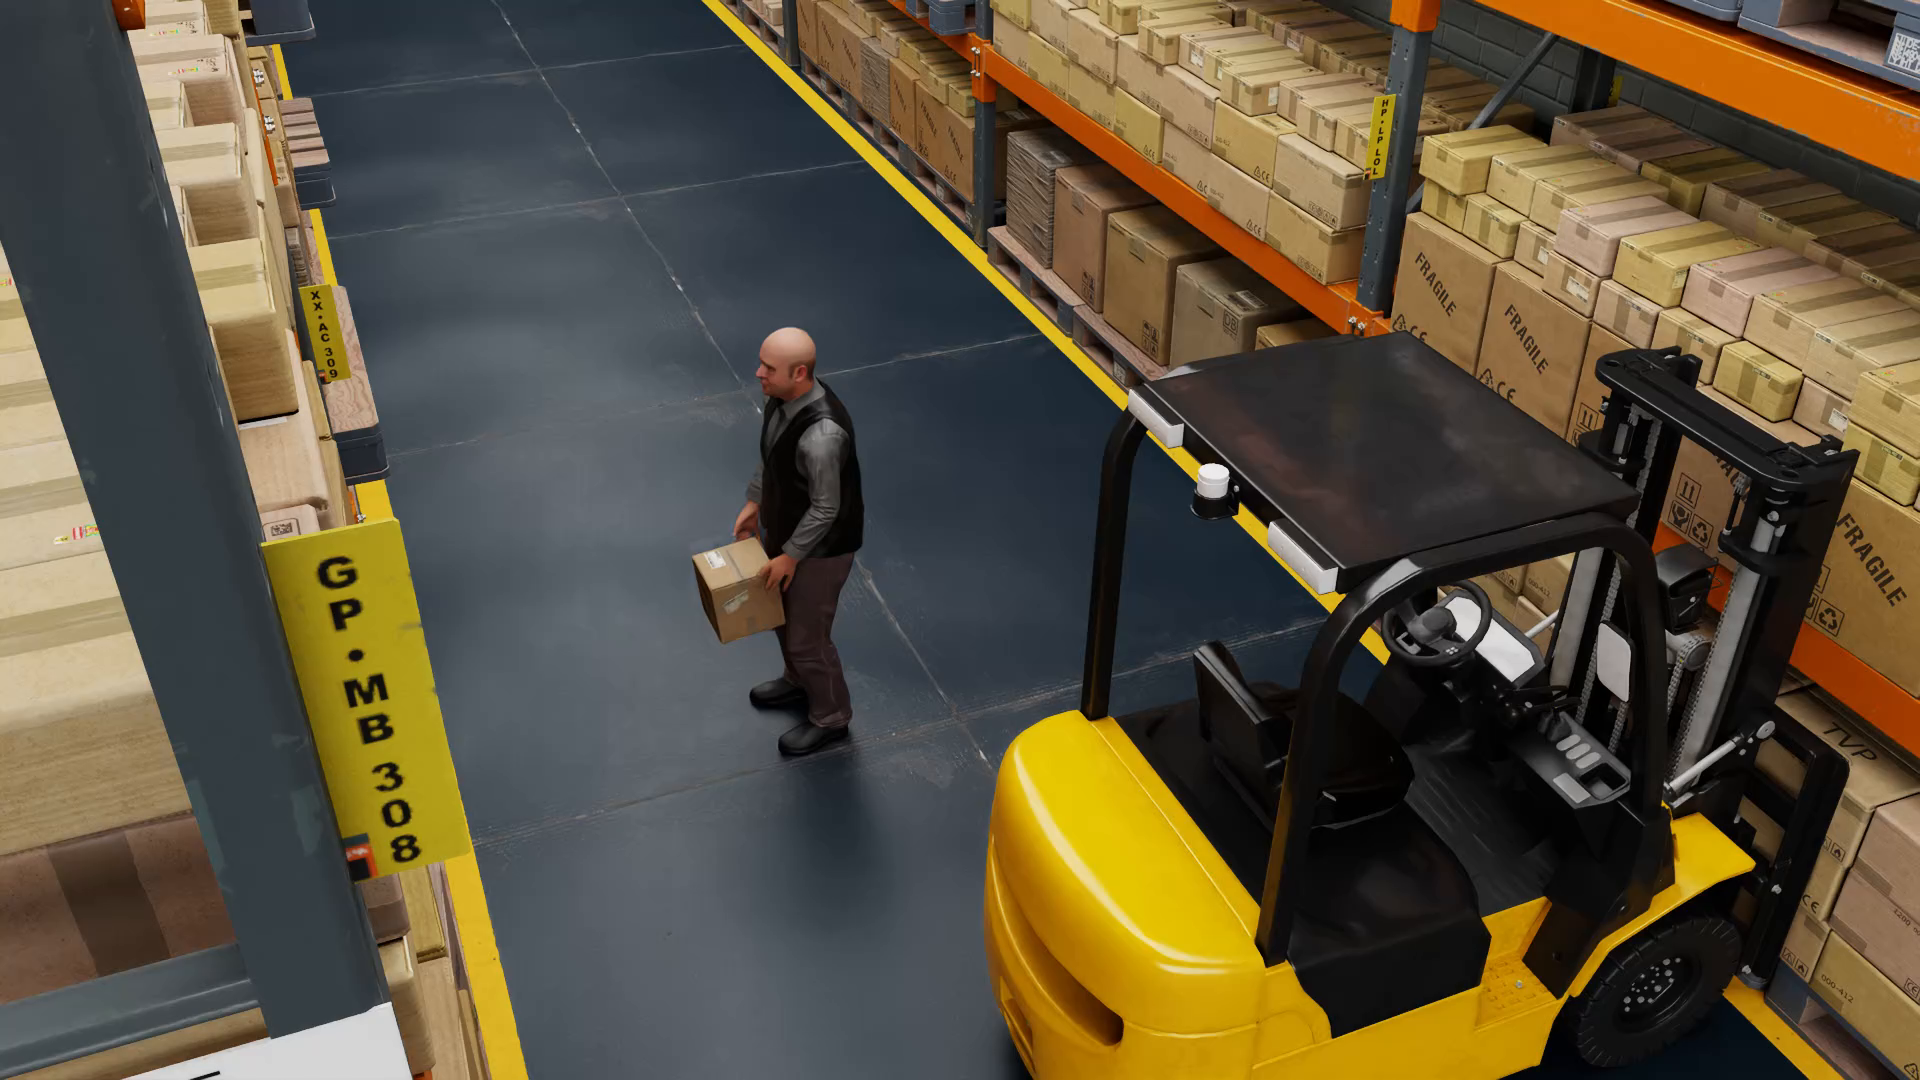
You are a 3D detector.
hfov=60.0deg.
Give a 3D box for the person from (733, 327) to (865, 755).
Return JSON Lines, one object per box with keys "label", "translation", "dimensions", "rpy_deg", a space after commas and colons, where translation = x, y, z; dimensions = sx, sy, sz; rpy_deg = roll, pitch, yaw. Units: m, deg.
{"label": "person", "translation": [-0.583, -0.002, 6.160], "dimensions": [0.446, 1.727, 0.551], "rpy_deg": [-14, 36, -20]}
